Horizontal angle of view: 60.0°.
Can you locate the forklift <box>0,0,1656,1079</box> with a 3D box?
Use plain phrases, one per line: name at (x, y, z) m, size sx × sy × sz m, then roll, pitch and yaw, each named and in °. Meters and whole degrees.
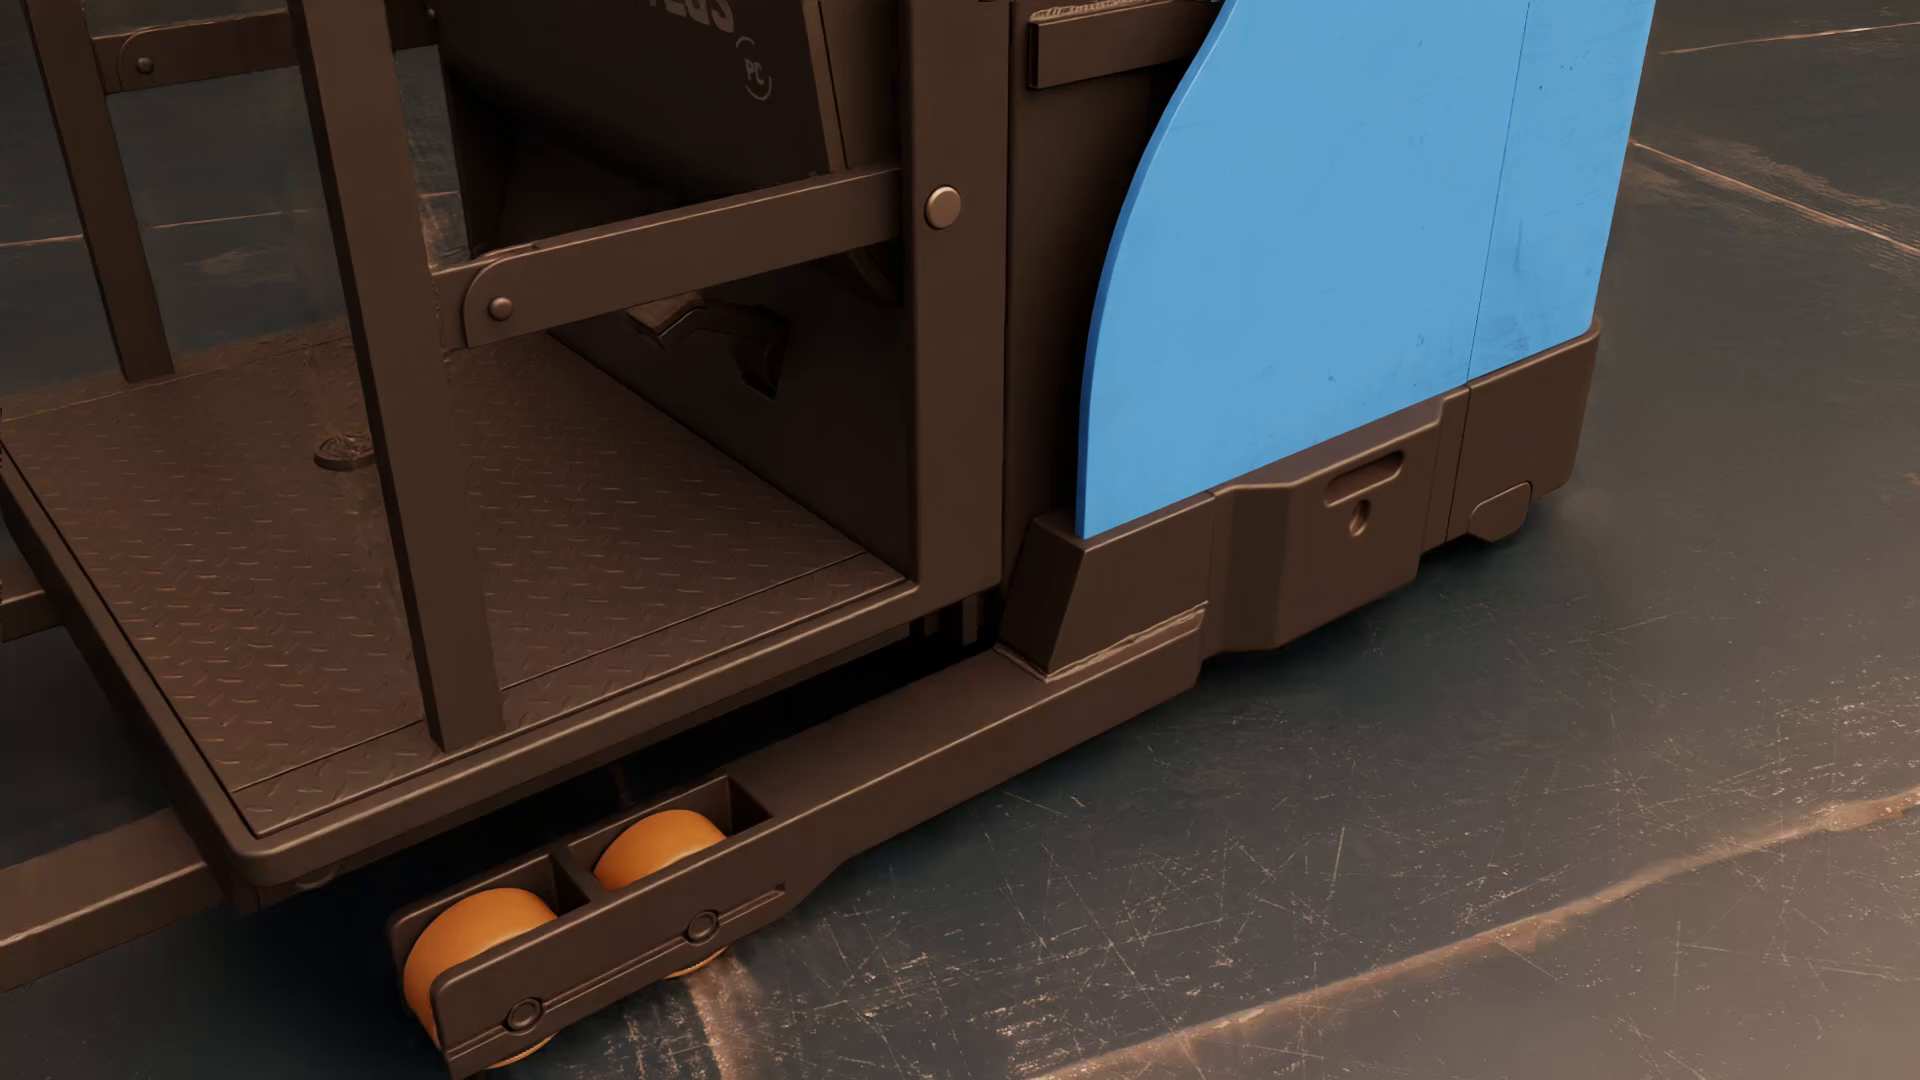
forklift at (-0.533, -1.062, 1.404) m, size 3.031 × 2.935 × 1.130 m, roll -21°, pitch 36°, yaw -33°
